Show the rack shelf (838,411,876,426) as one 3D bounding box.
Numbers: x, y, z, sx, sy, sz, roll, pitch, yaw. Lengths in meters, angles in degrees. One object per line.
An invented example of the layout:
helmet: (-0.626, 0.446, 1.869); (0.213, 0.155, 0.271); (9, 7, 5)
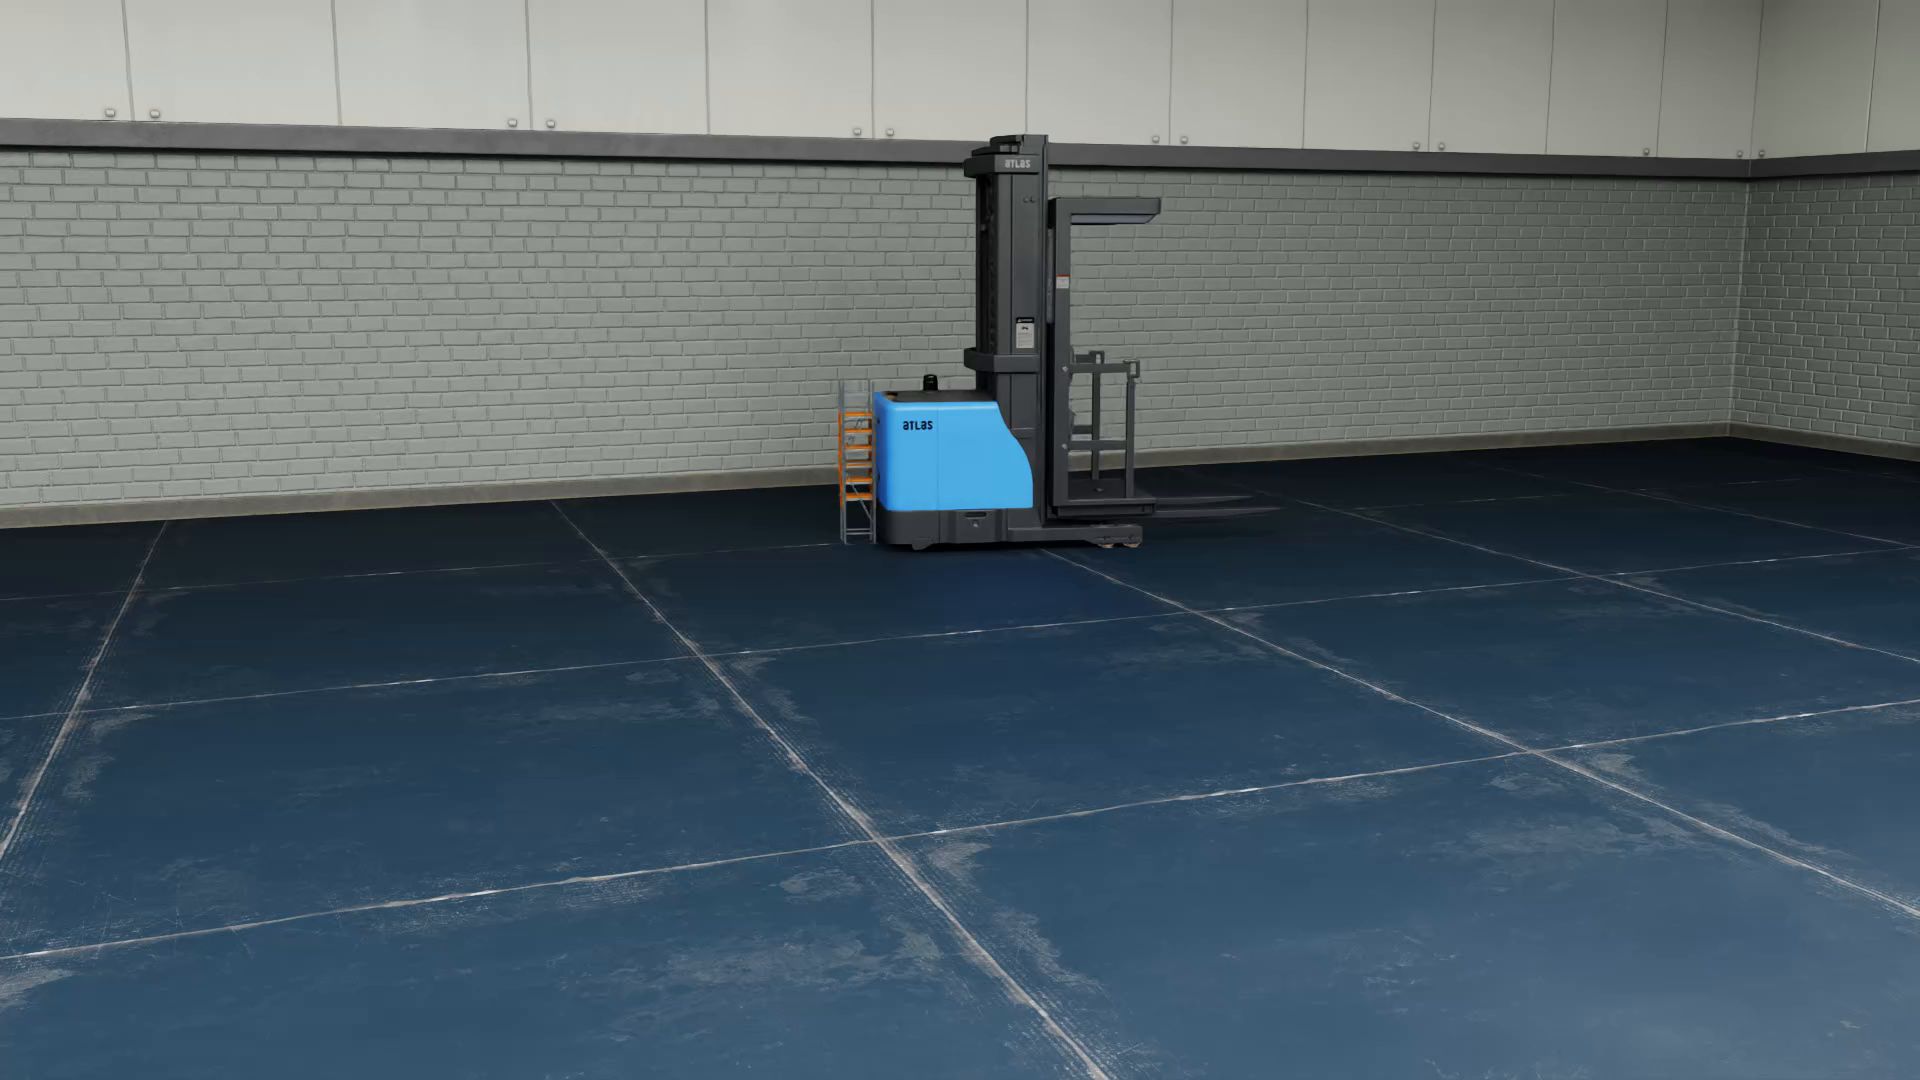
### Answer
rack shelf: (-0.755, -0.884, 12.160); (0.258, 0.103, 0.180); (-2, 10, -11)

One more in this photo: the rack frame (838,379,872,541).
rack frame: (-0.773, -0.589, 12.304); (0.240, 1.200, 0.006); (-2, 10, -11)

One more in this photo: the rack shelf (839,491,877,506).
rack shelf: (-0.755, -0.293, 12.265); (0.258, 0.103, 0.180); (-2, 10, -11)

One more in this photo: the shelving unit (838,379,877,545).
shelving unit: (-0.755, -0.573, 12.215); (0.258, 1.200, 0.189); (-2, 10, -11)

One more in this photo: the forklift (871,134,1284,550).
forklift: (0.882, -1.472, 12.325); (3.031, 2.935, 1.130); (-2, 10, -10)

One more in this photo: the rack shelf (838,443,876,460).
rack shelf: (-0.755, -0.647, 12.202); (0.258, 0.103, 0.180); (-2, 10, -11)

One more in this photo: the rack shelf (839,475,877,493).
rack shelf: (-0.755, -0.411, 12.244); (0.258, 0.103, 0.180); (-2, 10, -11)

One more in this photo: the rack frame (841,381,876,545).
rack frame: (-0.738, -0.557, 12.127); (0.240, 1.200, 0.006); (-2, 10, -11)

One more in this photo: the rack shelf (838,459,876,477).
rack shelf: (-0.755, -0.529, 12.223); (0.258, 0.103, 0.180); (-2, 10, -11)

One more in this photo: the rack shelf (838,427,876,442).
rack shelf: (-0.755, -0.766, 12.181); (0.258, 0.103, 0.180); (-2, 10, -11)
